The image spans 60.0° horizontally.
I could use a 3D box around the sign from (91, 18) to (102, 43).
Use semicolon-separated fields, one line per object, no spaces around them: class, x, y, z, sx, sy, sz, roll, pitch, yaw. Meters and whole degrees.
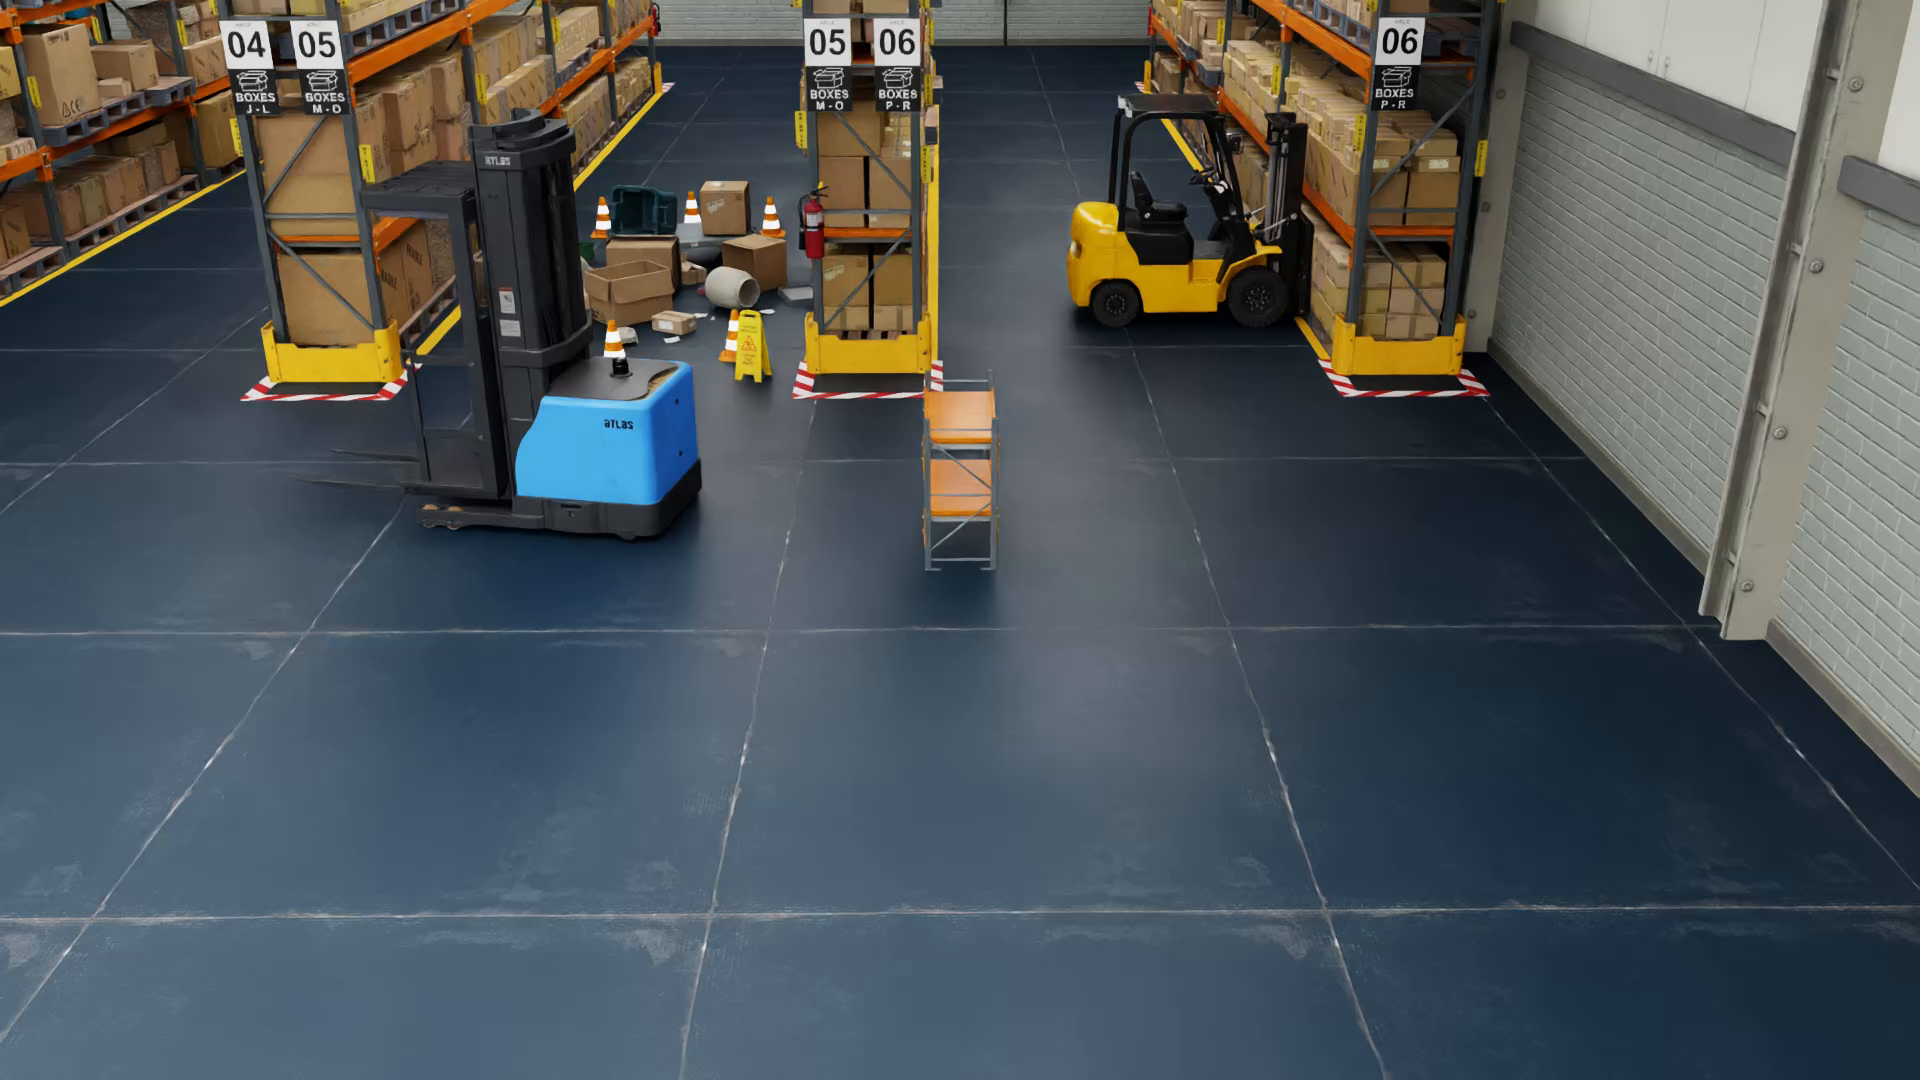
sign;-11.406;-6.741;21.992;0.100;0.325;0.005;0;24;-1

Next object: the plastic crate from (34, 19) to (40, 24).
plastic crate;-15.663;-8.707;27.992;0.298;0.136;0.250;0;24;-1

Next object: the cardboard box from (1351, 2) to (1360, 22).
cardboard box;3.796;-4.818;15.180;0.380;0.149;0.250;-1;24;-2

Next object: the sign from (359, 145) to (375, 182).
sign;-5.248;-3.332;14.713;0.100;0.325;0.005;0;24;-1

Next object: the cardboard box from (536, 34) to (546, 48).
cardboard box;-5.701;-6.739;22.466;0.380;0.149;0.250;0;24;0

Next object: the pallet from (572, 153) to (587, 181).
pallet;-5.897;-5.249;23.483;1.003;0.211;1.213;0;24;-1

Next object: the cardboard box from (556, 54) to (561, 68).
cardboard box;-5.696;-6.570;22.816;0.380;0.149;0.250;1;24;2

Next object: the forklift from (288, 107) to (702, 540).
forklift;-3.564;-1.620;12.160;3.031;2.935;1.130;5;25;10

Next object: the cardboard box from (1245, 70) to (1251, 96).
cardboard box;3.805;-5.628;20.513;0.500;0.250;0.500;0;24;0

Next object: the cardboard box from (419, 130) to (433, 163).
cardboard box;-5.808;-3.798;16.709;0.875;0.550;0.500;0;24;-1

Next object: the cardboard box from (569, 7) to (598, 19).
cardboard box;-5.734;-8.029;25.320;0.380;0.149;0.250;1;24;2

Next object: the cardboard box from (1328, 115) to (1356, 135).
cardboard box;3.789;-4.031;16.137;0.380;0.149;0.250;0;24;1

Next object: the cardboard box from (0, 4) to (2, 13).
cardboard box;-10.541;-5.680;17.595;0.500;0.250;0.500;1;24;1

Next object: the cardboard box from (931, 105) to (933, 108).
cardboard box;-0.885;-7.193;26.997;0.875;0.438;0.875;-1;24;-1

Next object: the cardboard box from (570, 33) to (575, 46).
cardboard box;-5.710;-7.141;23.716;0.380;0.149;0.250;0;24;-1

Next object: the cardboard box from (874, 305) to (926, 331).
cardboard box;-0.586;-2.237;16.267;0.500;0.250;0.500;0;24;-1

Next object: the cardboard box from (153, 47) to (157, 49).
cardboard box;-11.104;-6.465;22.666;0.500;0.500;0.500;0;24;1

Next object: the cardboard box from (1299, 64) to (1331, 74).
cardboard box;4.315;-5.650;20.076;0.380;0.149;0.250;0;24;-1

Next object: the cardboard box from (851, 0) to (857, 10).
cardboard box;-1.117;-4.825;14.859;0.380;0.149;0.250;0;24;0

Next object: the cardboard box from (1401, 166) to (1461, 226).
cardboard box;4.381;-3.240;15.535;0.500;0.500;0.500;1;24;1

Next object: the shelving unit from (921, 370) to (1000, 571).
shelving unit;0.000;-0.515;11.908;0.538;1.125;1.048;0;24;-1

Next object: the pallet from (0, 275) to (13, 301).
pallet;-10.748;-2.518;17.444;1.003;0.211;1.213;0;24;-1

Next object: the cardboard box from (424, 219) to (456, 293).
cardboard box;-5.896;-3.142;17.508;0.875;0.875;0.875;0;24;0

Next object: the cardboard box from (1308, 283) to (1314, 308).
cardboard box;3.796;-2.531;16.916;0.500;0.250;0.500;0;24;0

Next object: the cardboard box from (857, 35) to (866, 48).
cardboard box;-1.078;-4.680;15.505;0.380;0.149;0.250;0;24;0

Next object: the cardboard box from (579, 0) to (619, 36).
cardboard box;-5.687;-8.232;26.213;0.500;0.500;0.500;-1;24;-2

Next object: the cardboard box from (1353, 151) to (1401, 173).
cardboard box;3.825;-3.472;15.261;0.380;0.149;0.250;0;24;0

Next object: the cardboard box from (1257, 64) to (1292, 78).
cardboard box;3.796;-5.644;20.065;0.380;0.149;0.250;0;24;0

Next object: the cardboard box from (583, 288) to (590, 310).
cardboard box;-3.986;-2.604;17.568;0.396;0.266;0.258;4;25;9

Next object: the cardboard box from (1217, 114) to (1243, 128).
cardboard box;3.763;-5.836;23.133;0.380;0.149;0.250;-1;24;-3

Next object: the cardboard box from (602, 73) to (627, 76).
cardboard box;-5.758;-7.694;27.734;0.380;0.149;0.250;-1;24;-3

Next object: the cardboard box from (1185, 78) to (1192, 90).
cardboard box;3.716;-7.133;26.000;0.380;0.149;0.250;1;24;2

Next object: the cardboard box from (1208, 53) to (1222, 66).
cardboard box;3.631;-6.631;22.950;0.380;0.149;0.250;0;24;0

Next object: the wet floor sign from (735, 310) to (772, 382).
wet floor sign;-1.922;-1.809;15.350;0.267;0.644;0.232;8;26;18

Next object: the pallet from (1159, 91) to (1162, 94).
pallet;3.956;-7.450;28.350;1.003;0.211;1.213;0;24;-1

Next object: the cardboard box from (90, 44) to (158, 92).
cardboard box;-10.699;-6.002;21.133;0.700;0.500;0.500;3;25;7

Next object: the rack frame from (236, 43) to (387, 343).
rack frame;-5.803;-2.901;14.908;1.000;3.000;0.127;0;24;-1

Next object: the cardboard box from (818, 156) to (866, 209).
cardboard box;-1.136;-3.368;15.459;0.500;0.500;0.500;-1;24;-1

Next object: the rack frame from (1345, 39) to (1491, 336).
rack frame;4.109;-2.989;15.102;1.000;3.000;0.127;0;24;-1

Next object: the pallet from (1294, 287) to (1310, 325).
pallet;4.049;-2.535;17.481;1.003;0.211;1.213;0;24;-1

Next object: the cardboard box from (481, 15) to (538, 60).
cardboard box;-5.895;-6.514;21.561;0.700;0.500;0.500;0;24;-1

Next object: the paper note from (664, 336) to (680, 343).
paper note;-2.855;-1.993;16.502;0.148;0.019;0.142;-9;26;-19

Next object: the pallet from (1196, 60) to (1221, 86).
pallet;3.944;-6.477;23.047;1.213;0.211;1.003;0;24;-1

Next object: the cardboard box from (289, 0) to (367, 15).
cardboard box;-5.551;-4.772;14.594;0.500;0.250;0.500;0;24;-1

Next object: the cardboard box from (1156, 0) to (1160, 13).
cardboard box;3.676;-9.253;28.773;0.500;0.250;0.500;0;24;0

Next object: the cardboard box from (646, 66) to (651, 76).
cardboard box;-5.686;-8.306;29.447;0.380;0.149;0.250;-1;24;-2

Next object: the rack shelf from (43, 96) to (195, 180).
rack shelf;-10.829;-5.065;20.565;1.077;0.370;4.000;0;24;-1

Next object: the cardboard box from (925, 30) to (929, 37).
cardboard box;-0.642;-6.235;21.287;0.500;0.500;0.500;-1;24;-1

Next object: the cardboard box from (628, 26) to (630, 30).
cardboard box;-5.746;-8.606;27.827;0.380;0.149;0.250;0;24;0

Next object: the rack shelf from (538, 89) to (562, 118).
rack shelf;-5.868;-5.046;20.523;1.077;0.370;4.000;0;24;-1

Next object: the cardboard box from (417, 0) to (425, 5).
cardboard box;-5.507;-5.365;16.389;0.380;0.149;0.250;0;24;-1

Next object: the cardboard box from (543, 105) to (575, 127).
cardboard box;-5.656;-5.877;23.101;0.500;0.250;0.500;-1;24;-3

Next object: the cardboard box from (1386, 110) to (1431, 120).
cardboard box;4.413;-4.141;16.379;0.380;0.149;0.250;-1;24;-2

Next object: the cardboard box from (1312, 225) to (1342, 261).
cardboard box;3.765;-2.990;16.717;0.500;0.250;0.500;0;24;0
